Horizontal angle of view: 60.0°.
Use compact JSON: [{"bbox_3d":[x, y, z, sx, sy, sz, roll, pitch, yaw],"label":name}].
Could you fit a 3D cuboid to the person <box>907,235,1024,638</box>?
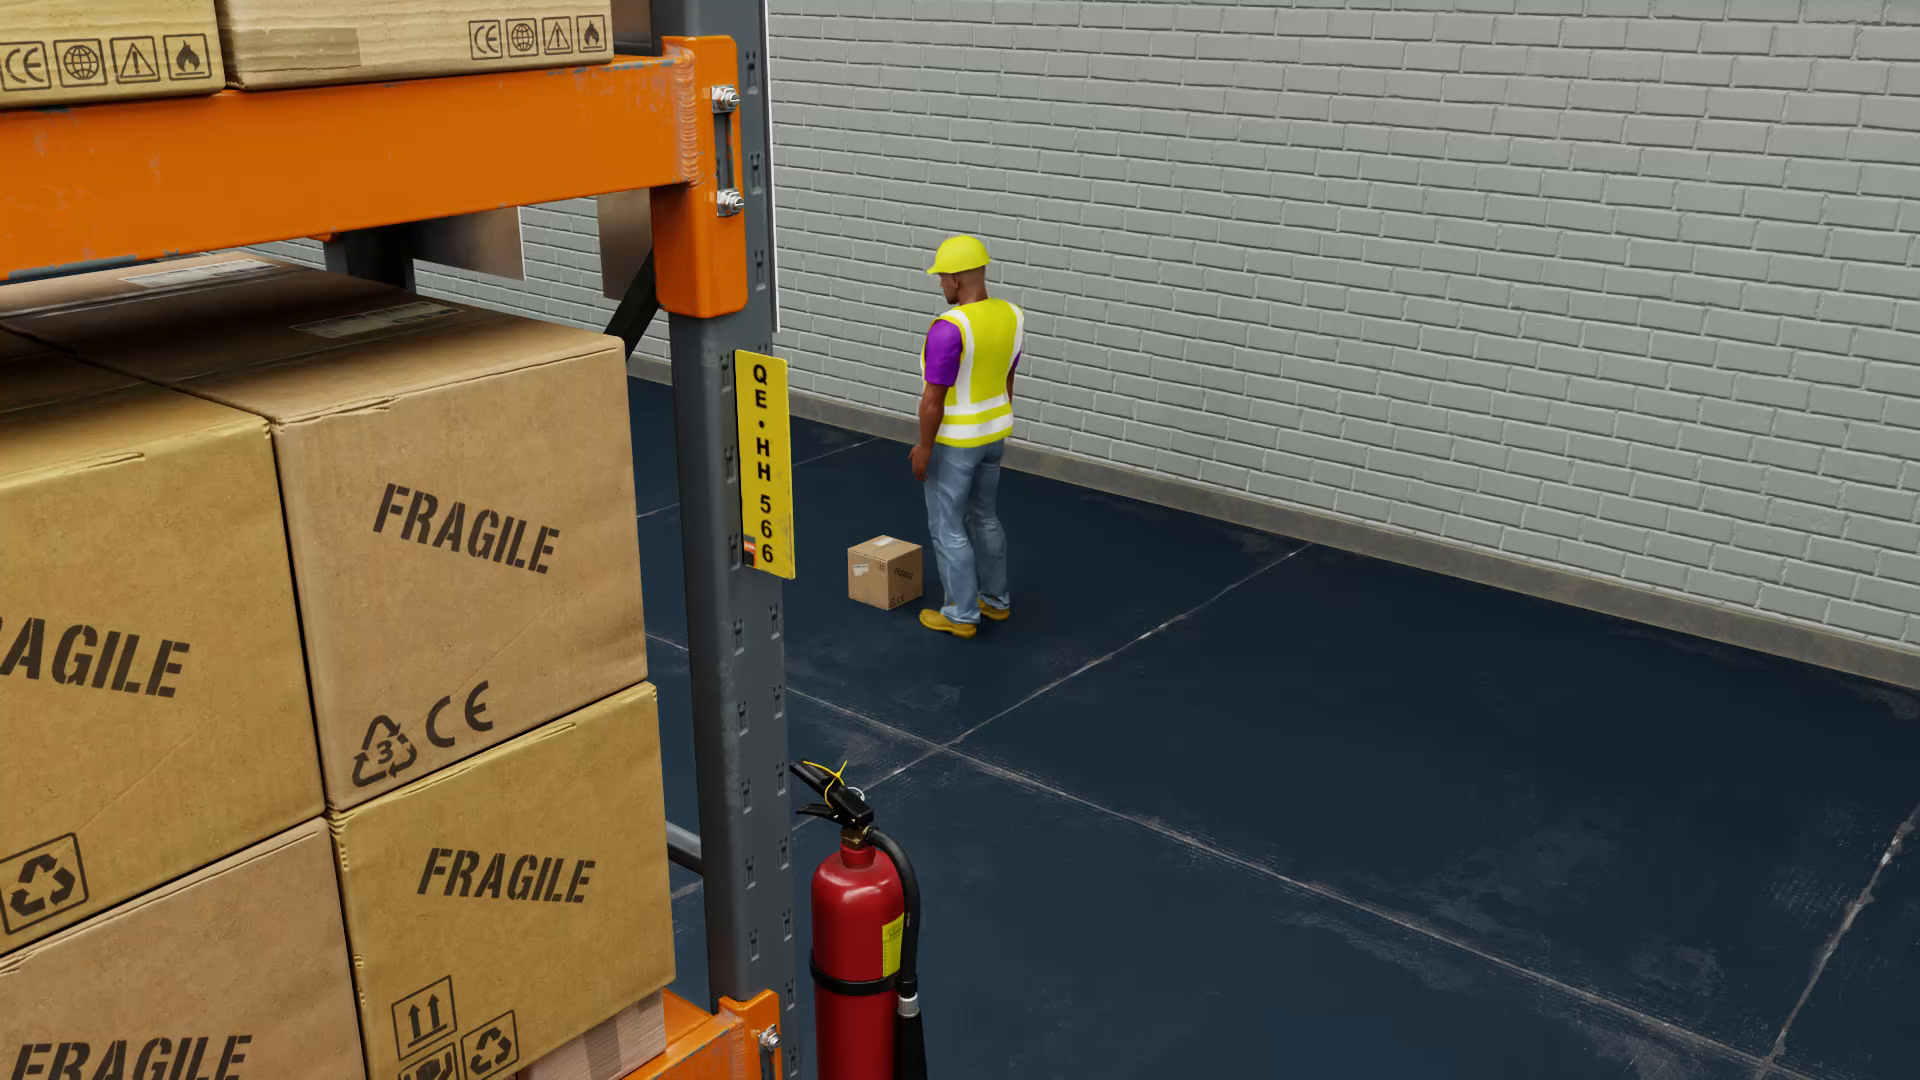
[{"bbox_3d":[0.022,-0.448,7.273,0.366,1.760,0.566,16,26,38],"label":"person"}]
